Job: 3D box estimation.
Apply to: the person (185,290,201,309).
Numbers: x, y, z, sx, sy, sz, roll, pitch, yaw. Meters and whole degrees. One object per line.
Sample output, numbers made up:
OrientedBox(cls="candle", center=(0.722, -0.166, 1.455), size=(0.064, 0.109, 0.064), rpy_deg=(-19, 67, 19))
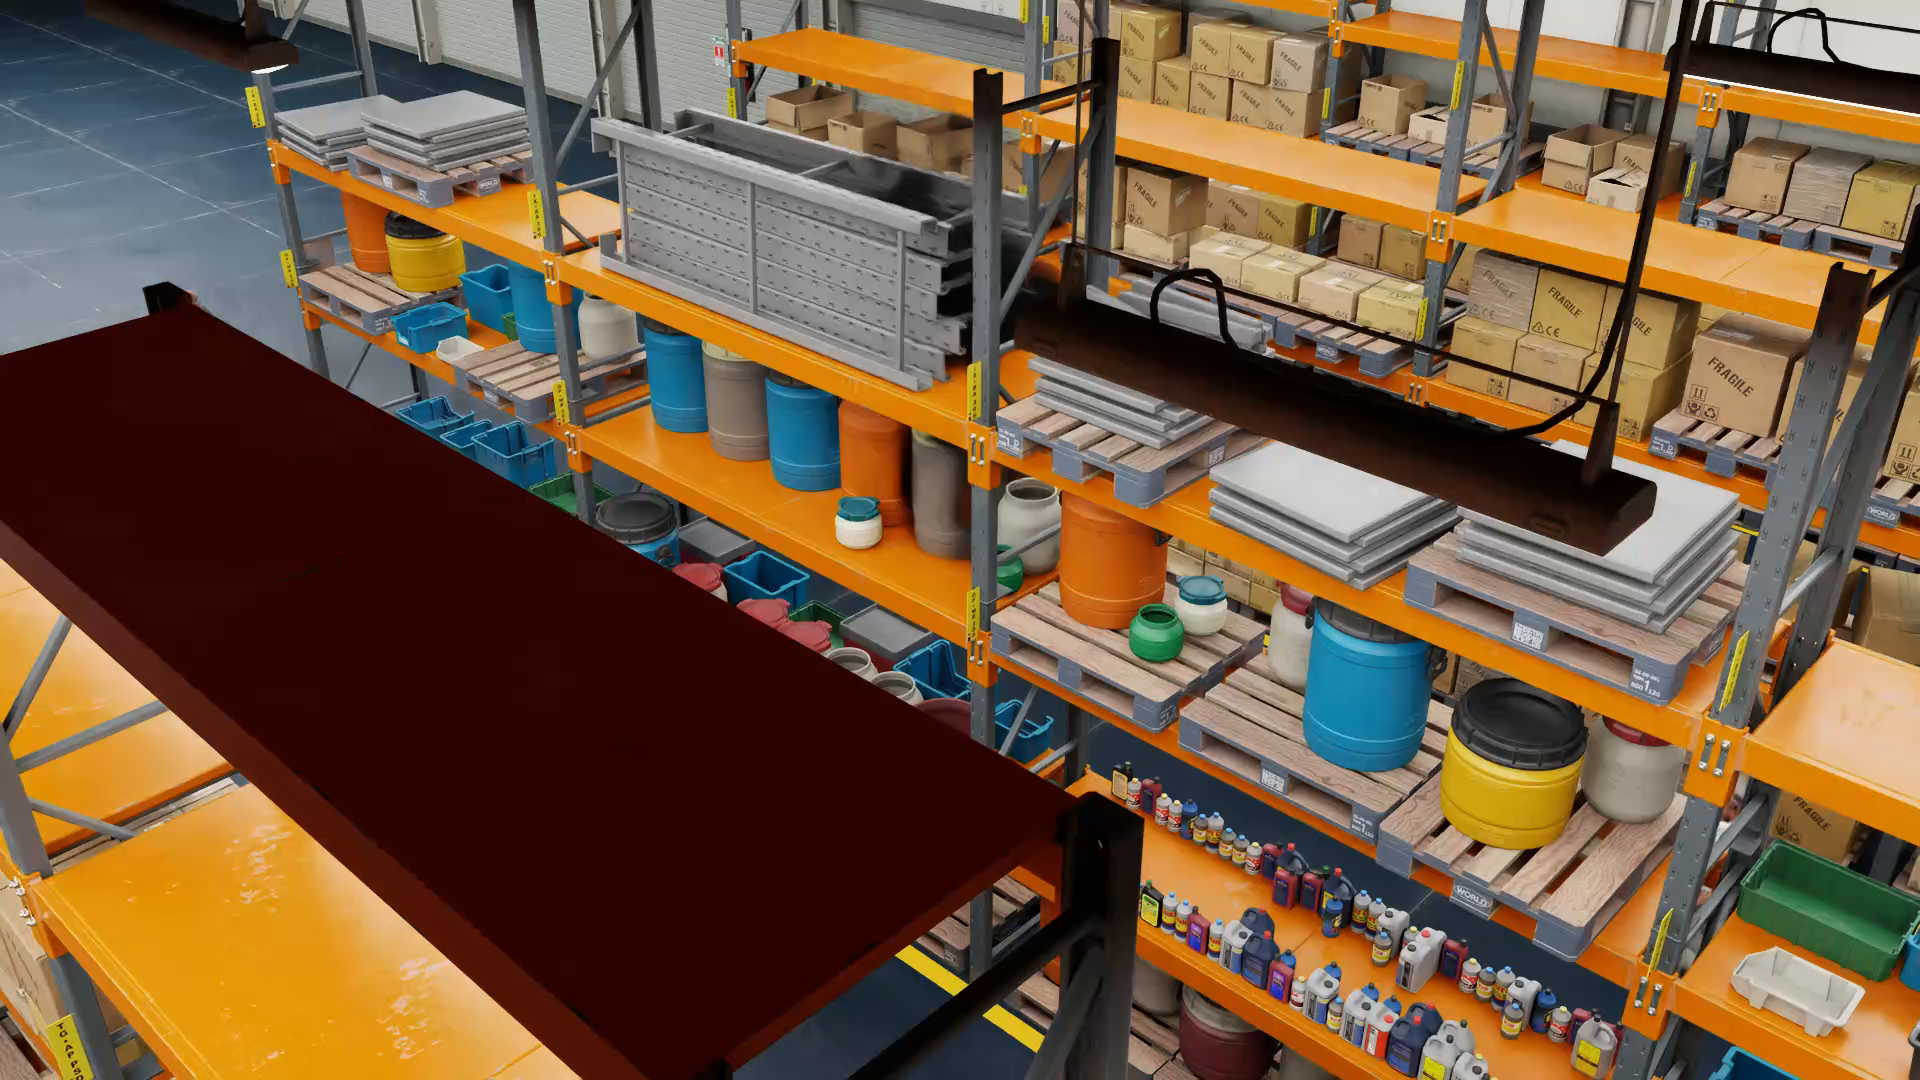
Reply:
OrientedBox(cls="person", center=(-8.099, -1.892, 17.887), size=(0.604, 1.693, 0.670), rpy_deg=(-10, 31, -17))

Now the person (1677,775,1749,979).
OrientedBox(cls="person", center=(4.656, 2.203, 10.537), size=(0.602, 1.745, 0.650), rpy_deg=(17, 34, 28))
